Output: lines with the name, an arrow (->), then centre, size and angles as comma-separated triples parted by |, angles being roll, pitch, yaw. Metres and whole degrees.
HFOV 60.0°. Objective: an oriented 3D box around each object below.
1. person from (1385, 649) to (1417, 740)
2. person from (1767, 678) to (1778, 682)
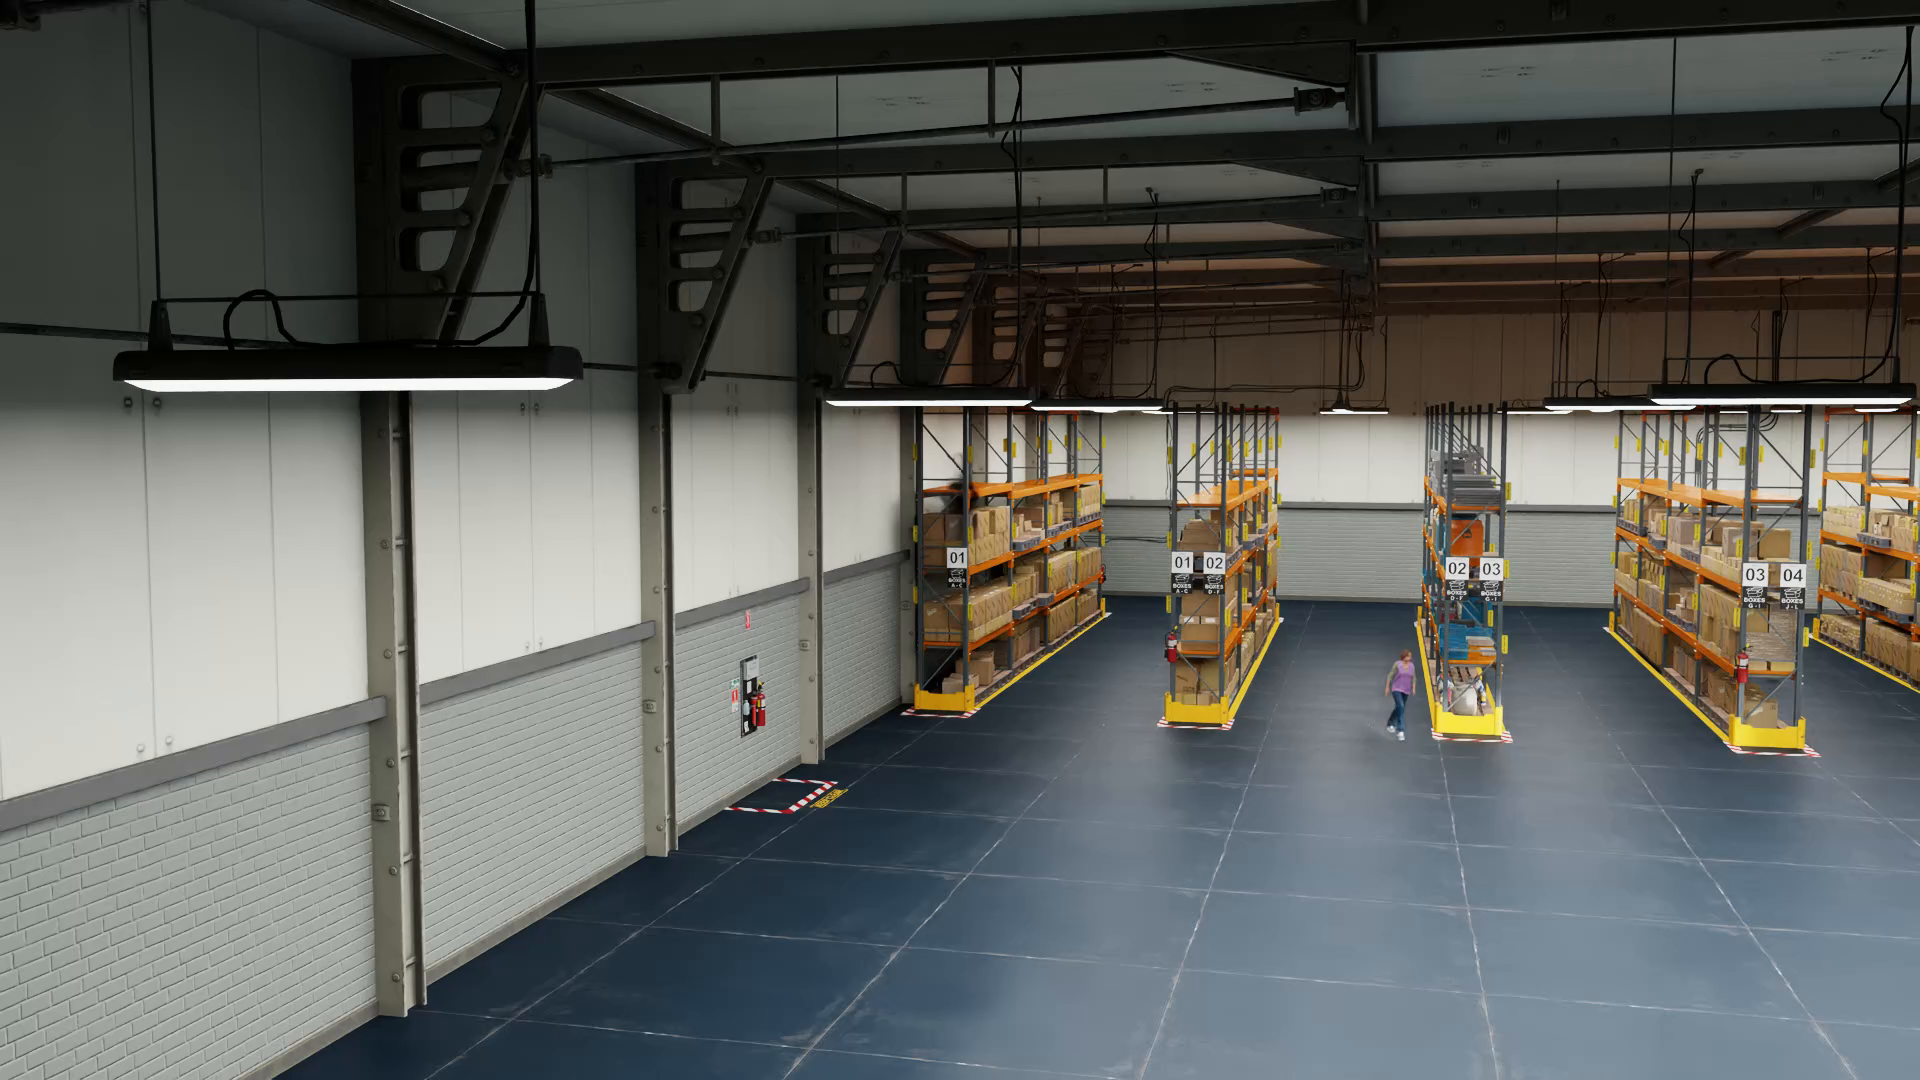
person -> 7.887, 2.725, 29.706 | 0.500, 1.546, 0.830 | -1, 4, -16
person -> 17.677, 2.188, 35.949 | 0.667, 1.754, 0.692 | 1, 4, 9
